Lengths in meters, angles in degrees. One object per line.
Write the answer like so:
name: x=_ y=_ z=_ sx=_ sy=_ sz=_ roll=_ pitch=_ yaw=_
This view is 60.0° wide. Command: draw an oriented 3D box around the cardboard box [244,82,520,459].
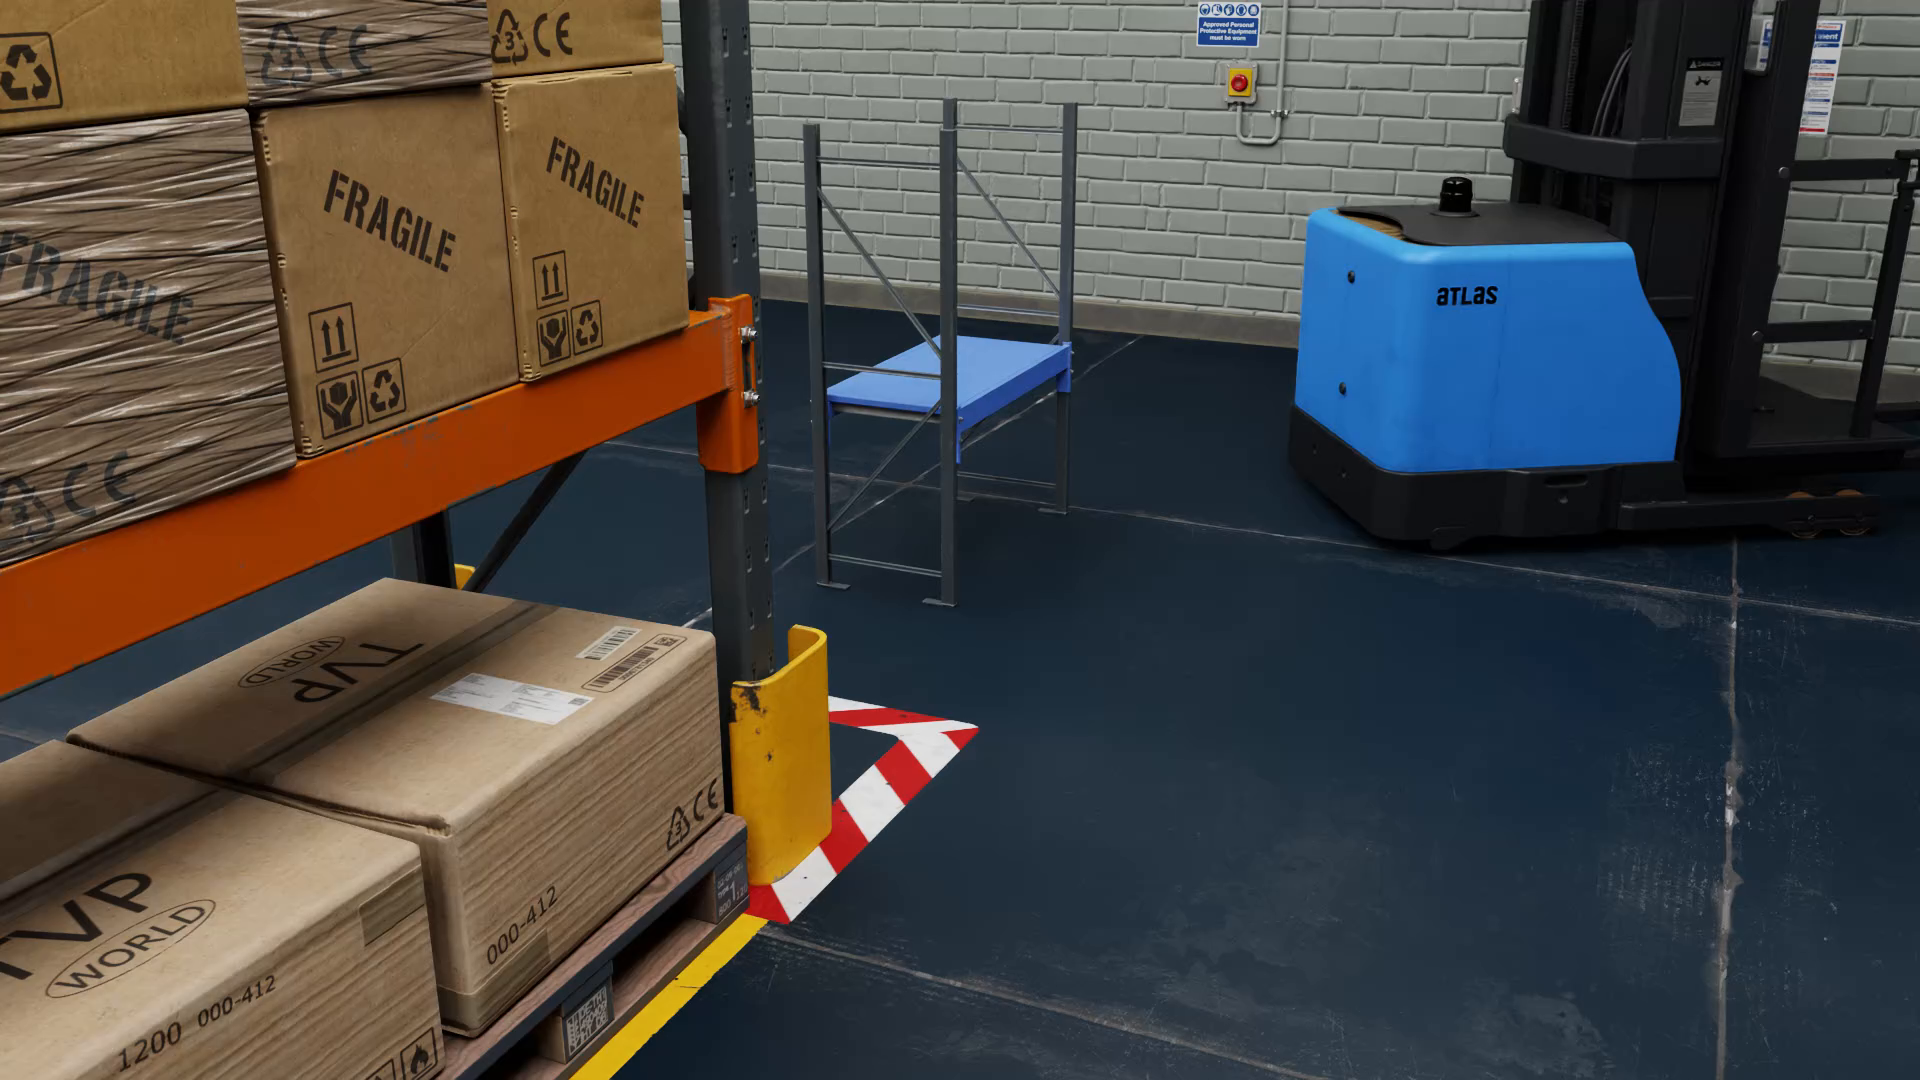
cardboard box: x=-1.076 y=-0.460 z=2.635 sx=0.500 sy=0.500 sz=0.500 roll=8 pitch=21 yaw=22

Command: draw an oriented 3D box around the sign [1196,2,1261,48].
sign: x=1.368 y=-2.627 z=8.476 sx=0.327 sy=0.218 sz=0.001 roll=9 pitch=21 yaw=23

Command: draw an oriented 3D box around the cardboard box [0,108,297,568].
cardboard box: x=-1.278 y=-0.301 z=2.189 sx=0.500 sy=0.500 sz=0.500 roll=9 pitch=22 yaw=24

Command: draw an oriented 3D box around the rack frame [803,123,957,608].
rack frame: x=-0.243 y=-0.525 z=5.207 sx=0.500 sy=1.500 sz=0.032 roll=9 pitch=21 yaw=23

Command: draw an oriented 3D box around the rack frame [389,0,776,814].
rack frame: x=-0.901 y=-0.748 z=3.594 sx=1.000 sy=3.000 sz=0.127 roll=9 pitch=21 yaw=23

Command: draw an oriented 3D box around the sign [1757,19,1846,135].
sign: x=3.779 y=-2.092 z=7.518 sx=0.329 sy=0.494 sz=0.001 roll=9 pitch=21 yaw=23

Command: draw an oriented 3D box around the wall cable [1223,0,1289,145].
wall cable: x=1.387 y=-2.968 z=8.275 sx=0.585 sy=1.953 sz=0.123 roll=9 pitch=21 yaw=23

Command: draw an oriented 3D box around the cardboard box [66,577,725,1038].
cardboard box: x=-1.080 y=0.477 z=3.348 sx=0.875 sy=0.438 sz=0.875 roll=8 pitch=21 yaw=21

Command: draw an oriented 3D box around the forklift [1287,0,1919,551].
forklift: x=2.866 y=-1.557 z=5.973 sx=3.031 sy=2.935 sz=1.130 roll=-3 pitch=20 yaw=-8

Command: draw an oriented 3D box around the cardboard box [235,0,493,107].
cardboard box: x=-1.068 y=-0.922 z=2.443 sx=0.500 sy=0.500 sz=0.500 roll=9 pitch=21 yaw=23

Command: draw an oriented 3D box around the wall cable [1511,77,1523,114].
wall cable: x=2.686 y=-2.762 z=7.743 sx=0.588 sy=1.984 sz=0.122 roll=9 pitch=21 yaw=23

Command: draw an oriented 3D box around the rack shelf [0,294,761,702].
rack shelf: x=-1.720 y=0.203 z=1.996 sx=1.077 sy=0.370 sz=4.000 roll=9 pitch=21 yaw=23

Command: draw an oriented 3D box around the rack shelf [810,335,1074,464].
rack shelf: x=-0.035 y=-0.511 z=5.704 sx=0.538 sy=0.185 sz=1.000 roll=9 pitch=21 yaw=23

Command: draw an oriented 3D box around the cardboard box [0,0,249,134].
cardboard box: x=-1.274 y=-0.771 z=2.019 sx=0.500 sy=0.500 sz=0.500 roll=8 pitch=21 yaw=22

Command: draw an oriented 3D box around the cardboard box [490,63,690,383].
cardboard box: x=-0.857 y=-0.611 z=3.061 sx=0.500 sy=0.500 sz=0.500 roll=9 pitch=21 yaw=23

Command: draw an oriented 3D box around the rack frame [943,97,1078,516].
rack frame: x=0.173 y=-0.836 z=6.081 sx=0.500 sy=1.500 sz=0.032 roll=9 pitch=21 yaw=23

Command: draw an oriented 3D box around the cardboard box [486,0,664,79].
cardboard box: x=-0.881 y=-1.086 z=2.904 sx=0.500 sy=0.500 sz=0.500 roll=9 pitch=22 yaw=24

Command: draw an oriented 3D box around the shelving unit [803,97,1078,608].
shelving unit: x=-0.035 y=-0.681 z=5.644 sx=0.538 sy=1.500 sz=1.048 roll=9 pitch=21 yaw=23

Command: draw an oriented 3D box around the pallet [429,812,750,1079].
pallet: x=-1.157 y=0.821 z=3.344 sx=1.003 sy=0.211 sz=1.213 roll=9 pitch=21 yaw=23

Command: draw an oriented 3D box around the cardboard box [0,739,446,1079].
cardboard box: x=-1.447 y=0.758 z=2.558 sx=0.875 sy=0.438 sz=0.875 roll=9 pitch=22 yaw=24

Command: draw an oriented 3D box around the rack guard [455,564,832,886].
rack guard: x=-0.891 y=0.423 z=4.034 sx=1.175 sy=0.500 sz=0.348 roll=9 pitch=21 yaw=23
